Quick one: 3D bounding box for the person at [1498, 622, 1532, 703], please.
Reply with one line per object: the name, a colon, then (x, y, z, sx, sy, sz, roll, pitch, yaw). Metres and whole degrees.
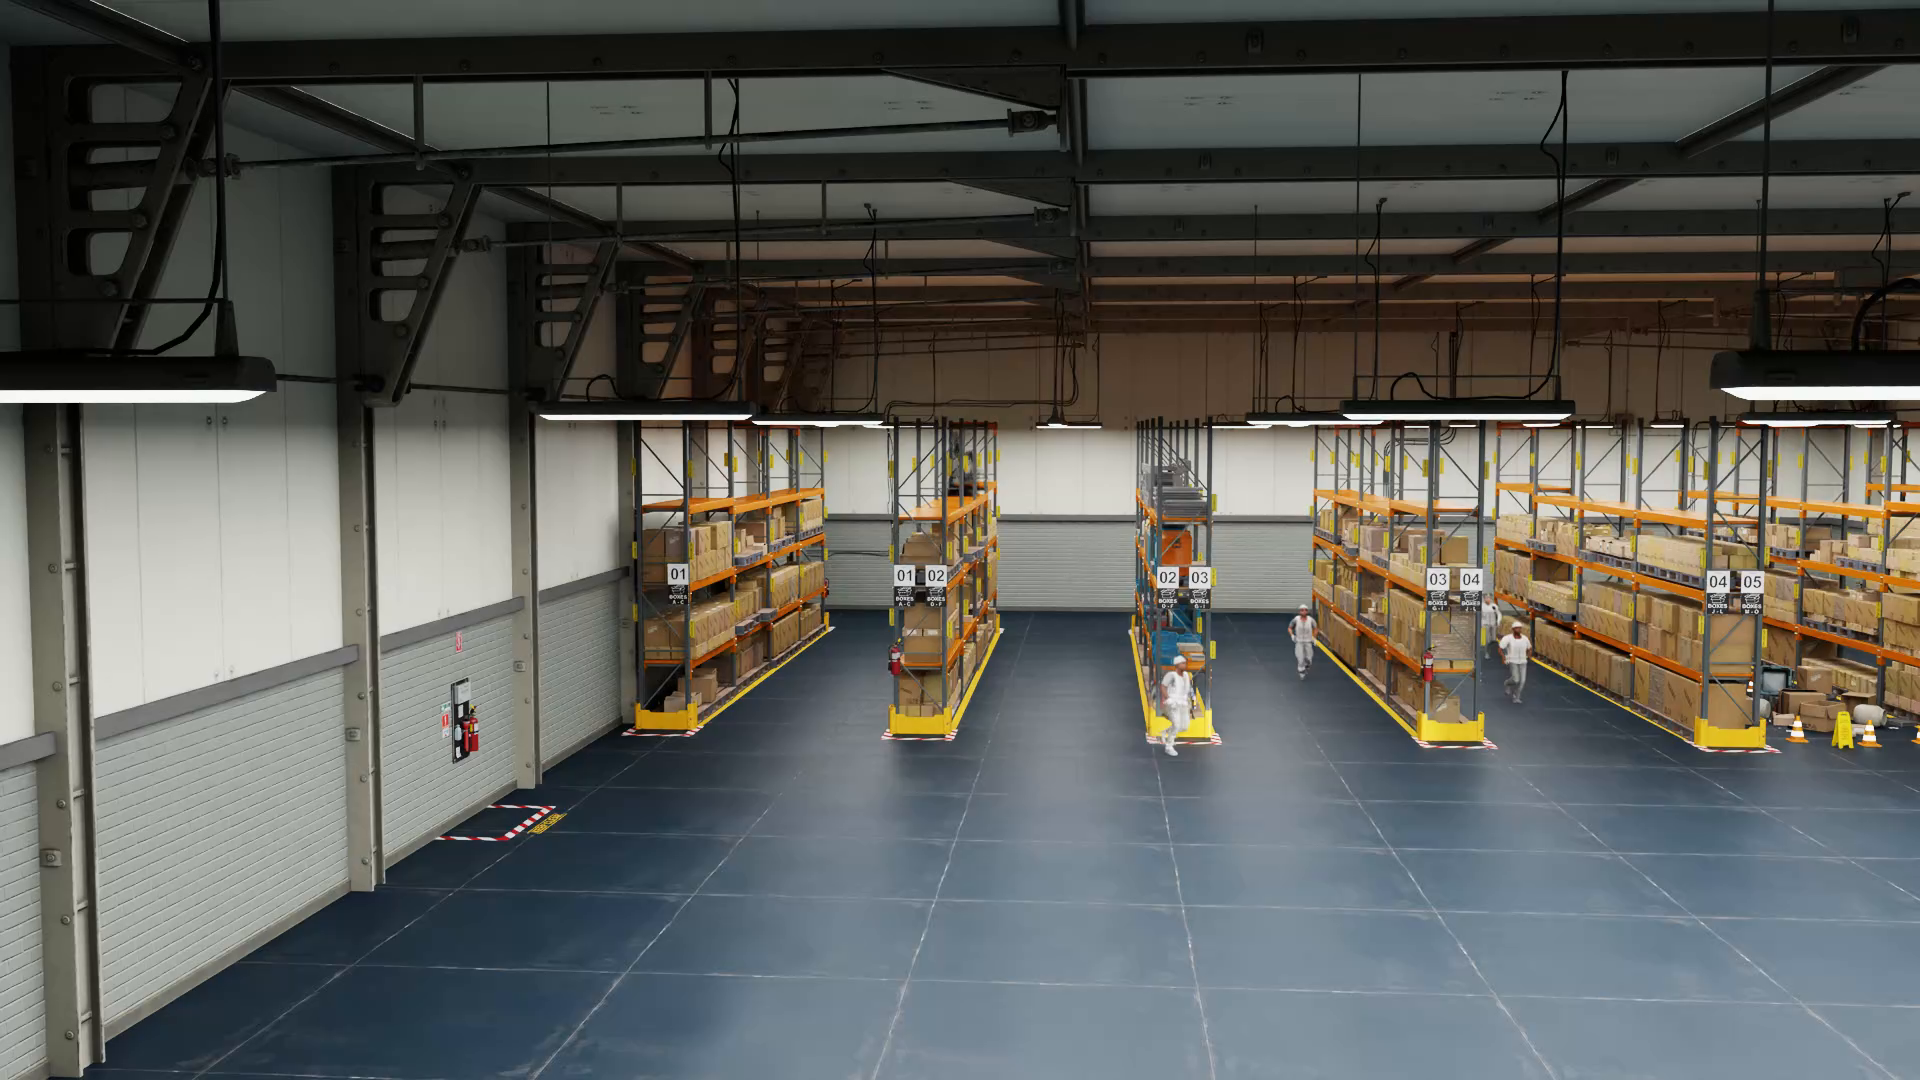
person: (11.745, 2.585, 35.087, 0.717, 1.722, 0.578, 0, 4, -4)

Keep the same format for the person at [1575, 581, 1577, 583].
person: (17.542, 1.839, 47.323, 0.629, 1.604, 0.616, 0, 4, 3)

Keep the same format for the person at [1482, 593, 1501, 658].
person: (13.348, 2.160, 42.006, 0.586, 1.664, 0.459, 0, 4, 8)

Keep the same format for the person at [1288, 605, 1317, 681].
person: (7.872, 2.352, 38.216, 0.678, 1.746, 0.593, 1, 4, 9)

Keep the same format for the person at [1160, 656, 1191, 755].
person: (3.846, 2.933, 29.721, 0.731, 1.723, 0.568, -3, 5, -42)
